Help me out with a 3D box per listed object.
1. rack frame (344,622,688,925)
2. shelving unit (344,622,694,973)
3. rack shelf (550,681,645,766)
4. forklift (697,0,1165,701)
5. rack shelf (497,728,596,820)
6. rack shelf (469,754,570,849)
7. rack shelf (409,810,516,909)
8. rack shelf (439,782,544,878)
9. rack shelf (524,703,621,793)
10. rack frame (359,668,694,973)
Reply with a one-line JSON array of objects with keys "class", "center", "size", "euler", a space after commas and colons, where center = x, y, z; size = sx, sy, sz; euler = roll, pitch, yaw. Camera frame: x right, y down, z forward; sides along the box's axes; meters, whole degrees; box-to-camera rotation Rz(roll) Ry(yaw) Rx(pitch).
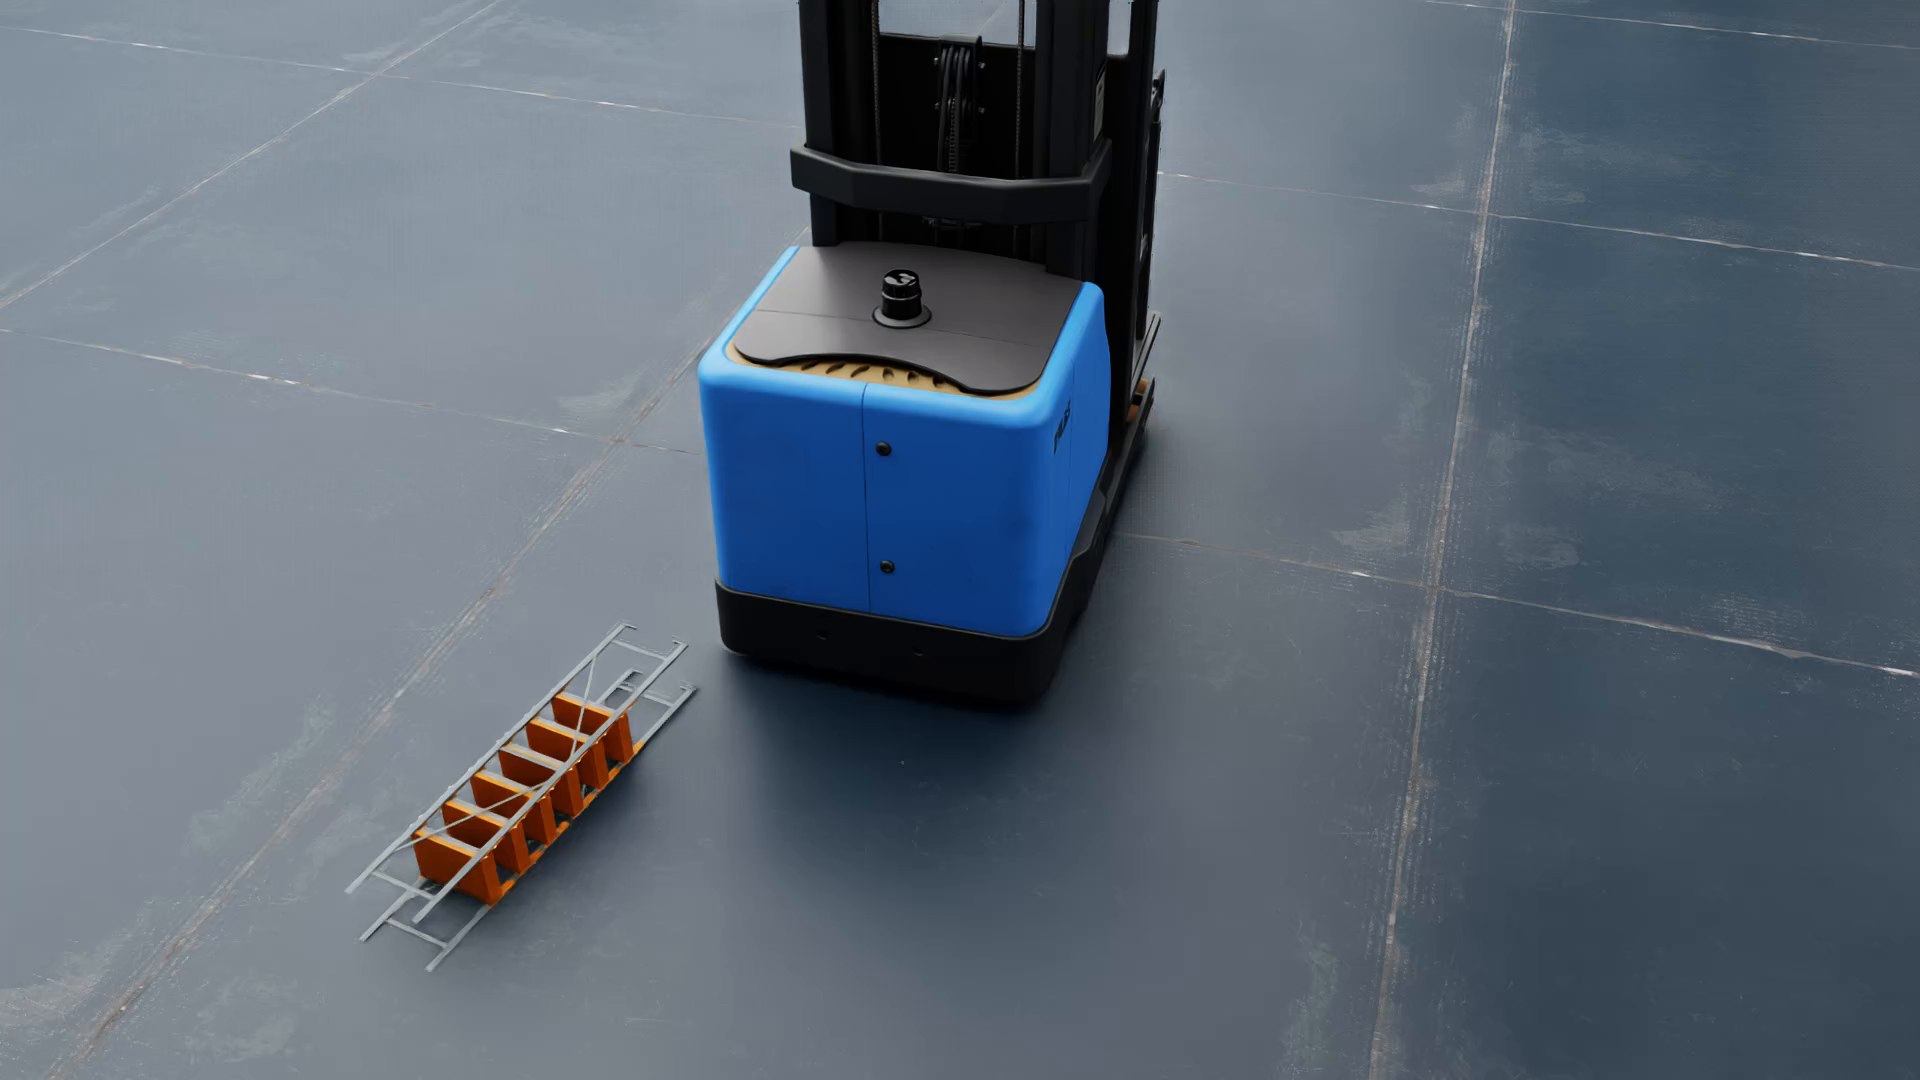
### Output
[{"class": "rack frame", "center": [-1.191, 0.605, 4.610], "size": [0.240, 0.006, 1.200], "euler": [16, 39, 21]}, {"class": "shelving unit", "center": [-1.191, 0.678, 4.665], "size": [0.258, 0.189, 1.200], "euler": [16, 39, 21]}, {"class": "rack shelf", "center": [-1.065, 0.527, 4.870], "size": [0.258, 0.180, 0.103], "euler": [16, 39, 21]}, {"class": "forklift", "center": [0.121, -1.572, 5.414], "size": [1.130, 2.935, 3.031], "euler": [9, 37, 12]}, {"class": "rack shelf", "center": [-1.171, 0.655, 4.697], "size": [0.258, 0.180, 0.103], "euler": [16, 39, 21]}, {"class": "rack shelf", "center": [-1.224, 0.719, 4.610], "size": [0.258, 0.180, 0.103], "euler": [16, 39, 21]}, {"class": "rack shelf", "center": [-1.331, 0.846, 4.437], "size": [0.258, 0.180, 0.103], "euler": [16, 39, 21]}, {"class": "rack shelf", "center": [-1.277, 0.782, 4.524], "size": [0.258, 0.180, 0.103], "euler": [16, 39, 21]}, {"class": "rack shelf", "center": [-1.118, 0.591, 4.783], "size": [0.258, 0.180, 0.103], "euler": [16, 39, 21]}, {"class": "rack frame", "center": [-1.191, 0.752, 4.719], "size": [0.240, 0.006, 1.200], "euler": [16, 39, 21]}]
